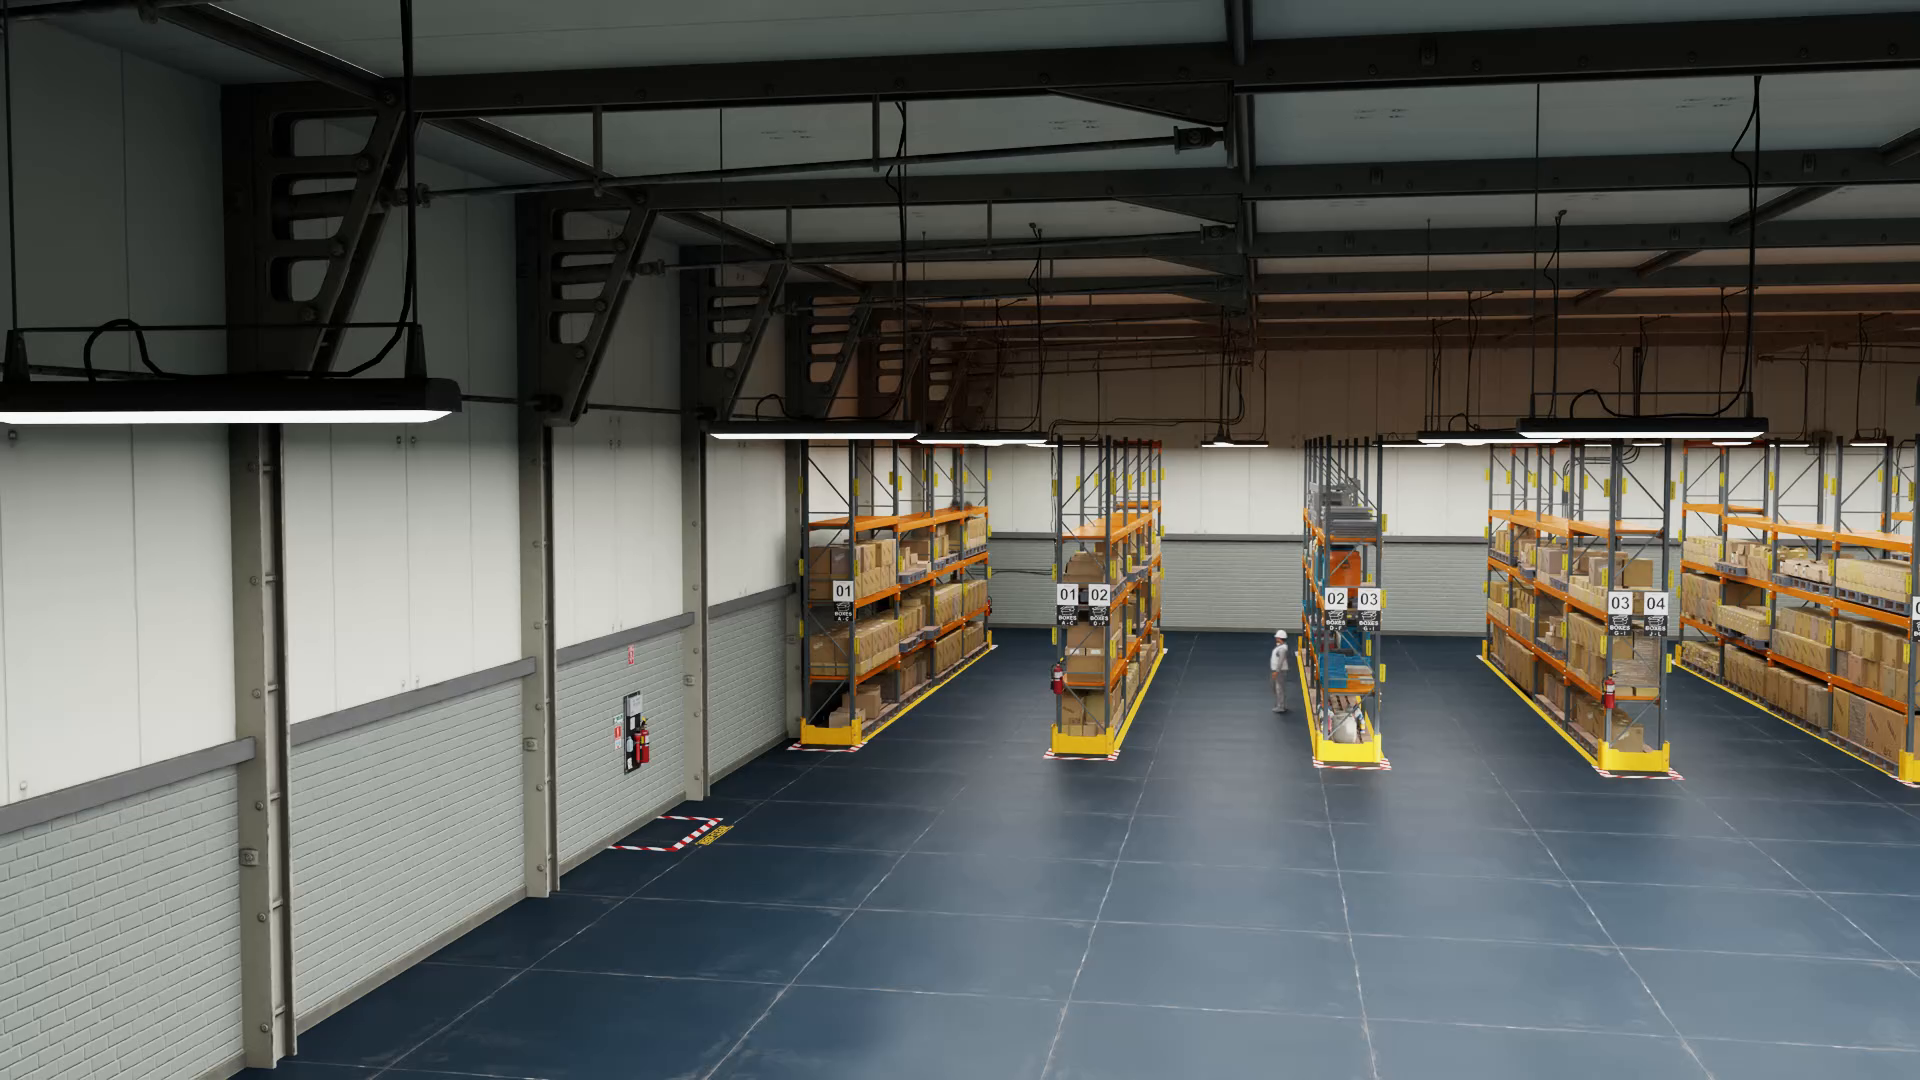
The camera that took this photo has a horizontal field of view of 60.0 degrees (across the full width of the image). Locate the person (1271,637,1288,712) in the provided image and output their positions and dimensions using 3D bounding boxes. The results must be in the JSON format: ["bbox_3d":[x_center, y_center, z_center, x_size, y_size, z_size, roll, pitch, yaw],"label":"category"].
[{"bbox_3d":[7.012,2.904,36.517,0.411,1.758,0.625,0,3,2],"label":"person"}]

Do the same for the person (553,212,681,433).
[{"bbox_3d":[7.127,-0.443,30.815,31.377,8.999,4.680,-2,4,-28],"label":"person"}]
